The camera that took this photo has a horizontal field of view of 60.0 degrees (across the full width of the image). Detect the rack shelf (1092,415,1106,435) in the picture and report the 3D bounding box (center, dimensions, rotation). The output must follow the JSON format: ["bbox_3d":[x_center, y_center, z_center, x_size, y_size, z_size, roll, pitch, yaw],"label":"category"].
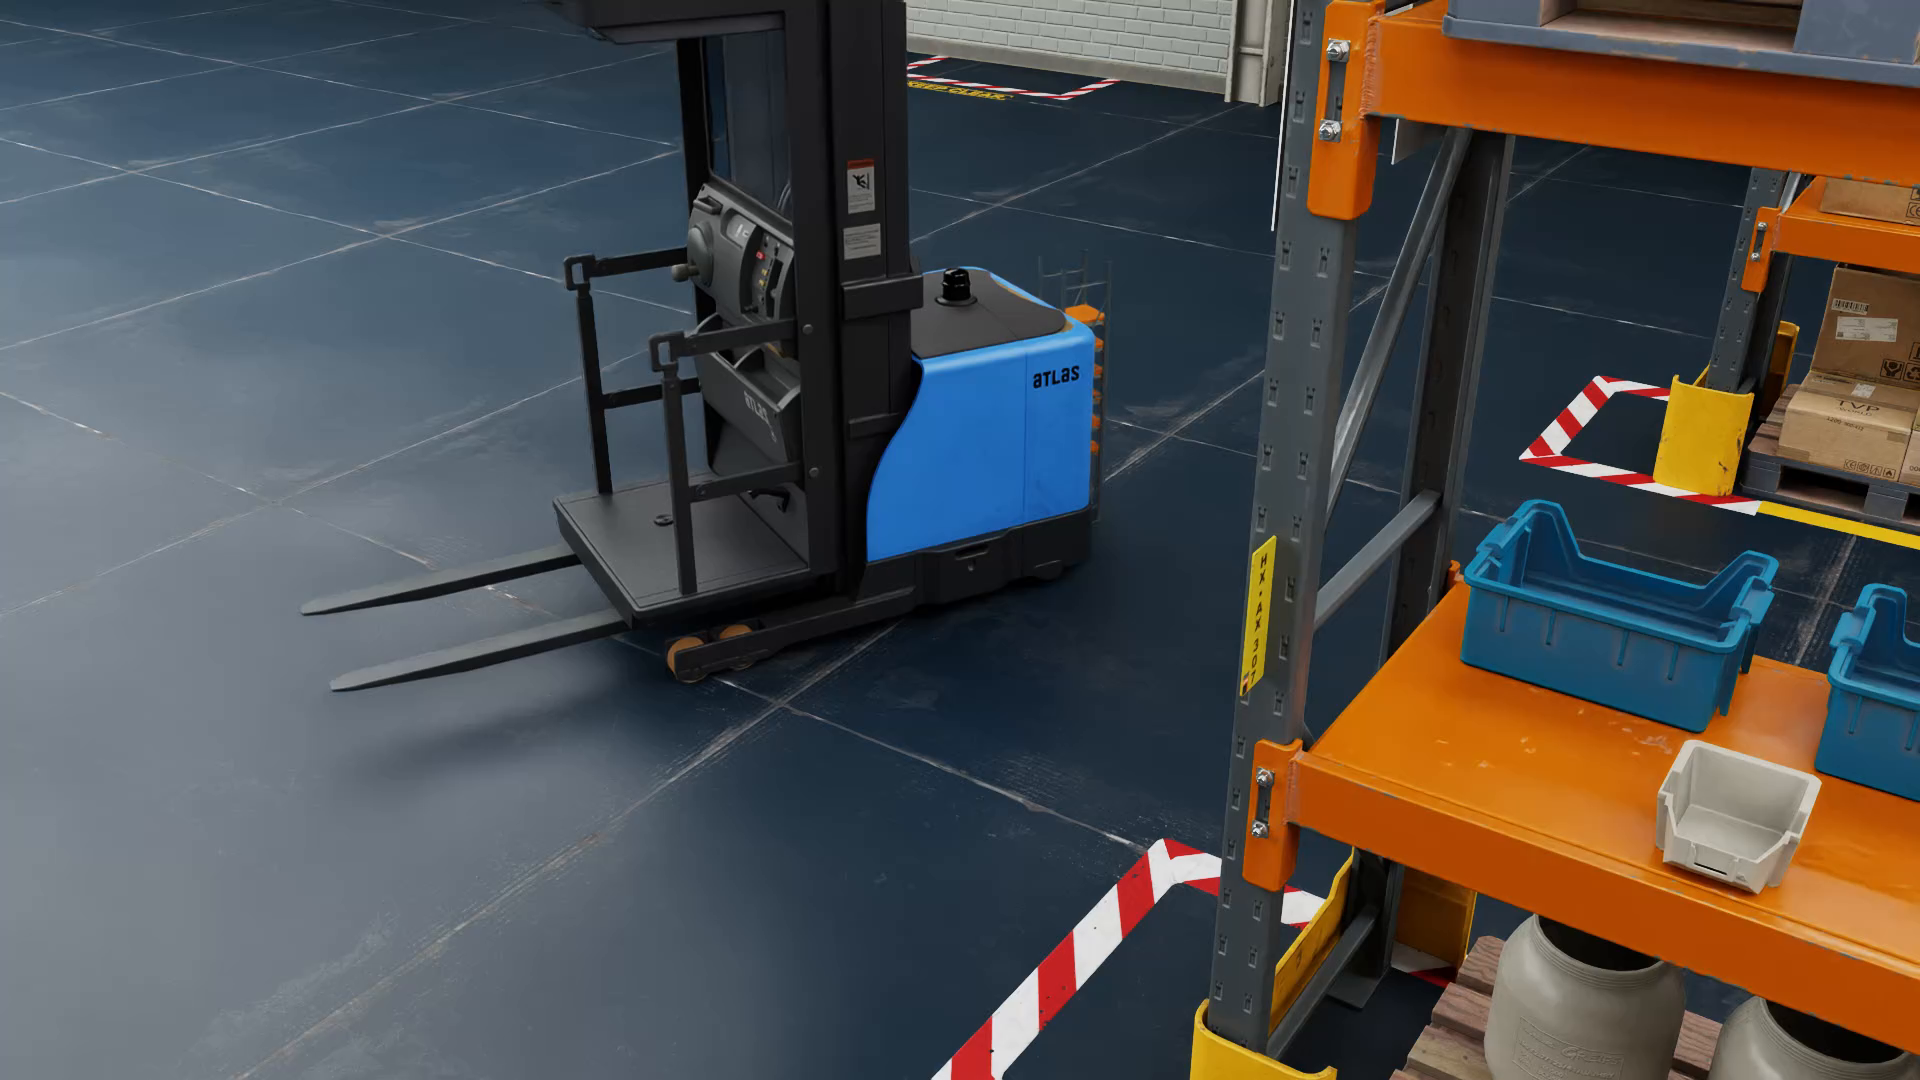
[{"bbox_3d":[0.475,-0.482,7.236,0.258,0.103,0.180,-14,30,-25],"label":"rack shelf"}]

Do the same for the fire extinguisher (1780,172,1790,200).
[{"bbox_3d":[3.886,-1.947,7.855,0.183,0.674,0.296,17,32,30],"label":"fire extinguisher"}]

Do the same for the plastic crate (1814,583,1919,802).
[{"bbox_3d":[2.027,0.325,3.468,0.408,0.251,0.499,17,32,30],"label":"plastic crate"}]

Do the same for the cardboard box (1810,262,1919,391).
[{"bbox_3d":[4.331,-1.047,7.743,0.500,0.500,0.500,17,32,30],"label":"cardboard box"}]

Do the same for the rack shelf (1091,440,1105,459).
[{"bbox_3d":[0.475,-0.375,7.290,0.258,0.103,0.180,-14,30,-25],"label":"rack shelf"}]

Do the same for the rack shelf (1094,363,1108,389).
[{"bbox_3d":[0.476,-0.696,7.127,0.258,0.103,0.180,-14,30,-25],"label":"rack shelf"}]

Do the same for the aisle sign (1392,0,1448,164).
[{"bbox_3d":[1.021,-1.215,3.464,0.004,0.787,0.394,17,32,30],"label":"aisle sign"}]

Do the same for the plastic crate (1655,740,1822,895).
[{"bbox_3d":[1.468,0.541,3.171,0.250,0.136,0.298,17,32,30],"label":"plastic crate"}]

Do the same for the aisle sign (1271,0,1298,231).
[{"bbox_3d":[0.687,-0.994,3.031,0.004,0.787,0.394,17,32,30],"label":"aisle sign"}]

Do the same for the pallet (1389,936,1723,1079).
[{"bbox_3d":[1.668,1.528,4.014,1.213,0.211,1.003,17,32,30],"label":"pallet"}]

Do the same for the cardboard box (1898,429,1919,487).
[{"bbox_3d":[4.450,-0.392,7.281,0.500,0.250,0.500,17,32,30],"label":"cardboard box"}]

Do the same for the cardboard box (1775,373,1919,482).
[{"bbox_3d":[4.036,-0.519,7.531,0.500,0.250,0.500,17,32,30],"label":"cardboard box"}]

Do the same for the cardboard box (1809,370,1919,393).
[{"bbox_3d":[4.329,-0.712,7.911,0.500,0.250,0.500,17,32,30],"label":"cardboard box"}]

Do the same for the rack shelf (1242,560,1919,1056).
[{"bbox_3d":[2.561,0.907,2.953,4.000,0.370,1.077,17,32,30],"label":"rack shelf"}]

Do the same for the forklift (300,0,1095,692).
[{"bbox_3d":[-0.996,-1.048,6.078,3.031,2.935,1.130,-14,30,-25],"label":"forklift"}]

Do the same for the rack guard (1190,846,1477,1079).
[{"bbox_3d":[1.002,1.189,4.362,0.348,0.500,1.175,17,32,30],"label":"rack guard"}]

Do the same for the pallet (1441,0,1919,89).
[{"bbox_3d":[1.539,-0.931,2.672,1.213,0.211,1.003,17,32,30],"label":"pallet"}]

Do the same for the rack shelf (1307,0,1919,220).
[{"bbox_3d":[2.561,-0.430,2.273,4.000,0.370,1.077,17,32,30],"label":"rack shelf"}]

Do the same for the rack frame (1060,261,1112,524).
[{"bbox_3d":[0.520,-0.592,7.090,0.240,1.200,0.006,-14,30,-25],"label":"rack frame"}]

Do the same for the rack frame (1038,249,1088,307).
[{"bbox_3d":[0.432,-0.665,7.233,0.240,1.200,0.006,-14,30,-25],"label":"rack frame"}]

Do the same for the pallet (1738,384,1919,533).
[{"bbox_3d":[4.374,-0.354,7.714,1.213,0.211,1.003,17,32,30],"label":"pallet"}]

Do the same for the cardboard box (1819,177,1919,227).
[{"bbox_3d":[4.098,-1.698,7.169,0.500,0.500,0.700,17,32,30],"label":"cardboard box"}]

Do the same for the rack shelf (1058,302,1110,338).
[{"bbox_3d":[0.476,-0.910,7.019,0.258,0.103,0.180,-14,30,-25],"label":"rack shelf"}]

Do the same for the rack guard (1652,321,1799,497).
[{"bbox_3d":[3.700,-0.670,8.015,0.348,0.500,1.175,17,32,30],"label":"rack guard"}]

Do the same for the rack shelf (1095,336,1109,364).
[{"bbox_3d":[0.476,-0.803,7.073,0.258,0.103,0.180,-14,30,-25],"label":"rack shelf"}]

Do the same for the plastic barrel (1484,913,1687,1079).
[{"bbox_3d":[1.498,1.135,3.992,0.421,0.512,0.421,0,27,0],"label":"plastic barrel"}]

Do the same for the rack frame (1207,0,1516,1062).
[{"bbox_3d":[0.913,0.073,3.799,0.127,3.000,1.000,17,32,30],"label":"rack frame"}]

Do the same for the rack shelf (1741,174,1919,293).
[{"bbox_3d":[5.369,-0.944,6.590,4.000,0.370,1.077,17,32,30],"label":"rack shelf"}]

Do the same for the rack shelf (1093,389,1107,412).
[{"bbox_3d":[0.476,-0.589,7.181,0.258,0.103,0.180,-14,30,-25],"label":"rack shelf"}]

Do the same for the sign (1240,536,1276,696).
[{"bbox_3d":[0.598,0.154,3.335,0.005,0.325,0.100,17,32,30],"label":"sign"}]

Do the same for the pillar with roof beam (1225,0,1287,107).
[{"bbox_3d":[0.205,-6.379,9.864,0.400,9.000,9.100,17,32,30],"label":"pillar with roof beam"}]

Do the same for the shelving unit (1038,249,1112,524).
[{"bbox_3d":[0.476,-0.628,7.161,0.258,1.200,0.189,-14,30,-25],"label":"shelving unit"}]

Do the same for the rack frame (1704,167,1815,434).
[{"bbox_3d":[3.720,-1.778,7.436,0.127,3.000,1.000,17,32,30],"label":"rack frame"}]

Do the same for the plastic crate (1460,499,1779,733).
[{"bbox_3d":[1.495,0.156,3.800,0.616,0.251,0.499,17,32,30],"label":"plastic crate"}]

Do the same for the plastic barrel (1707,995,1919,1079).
[{"bbox_3d":[1.911,1.264,3.739,0.421,0.512,0.421,0,27,0],"label":"plastic barrel"}]

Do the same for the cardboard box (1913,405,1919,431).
[{"bbox_3d":[4.449,-0.725,7.110,0.500,0.500,0.500,17,32,30],"label":"cardboard box"}]
